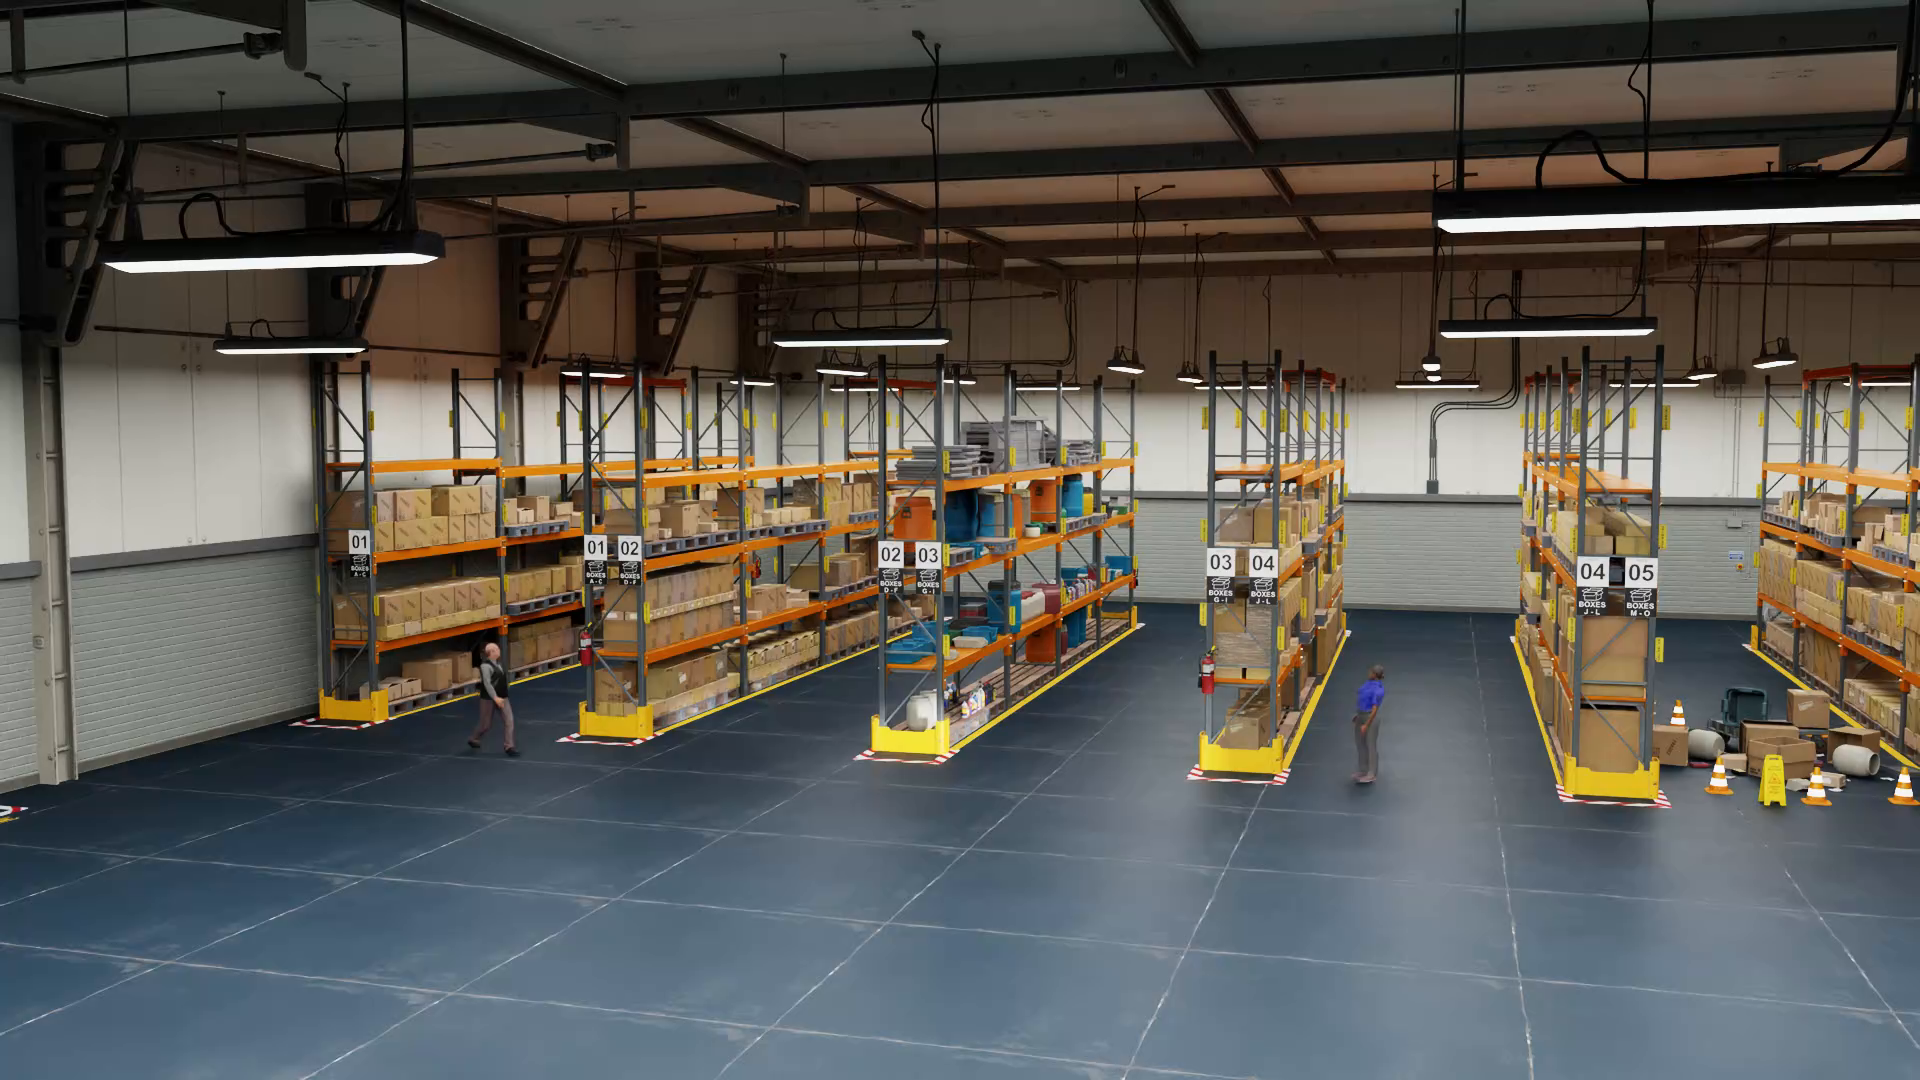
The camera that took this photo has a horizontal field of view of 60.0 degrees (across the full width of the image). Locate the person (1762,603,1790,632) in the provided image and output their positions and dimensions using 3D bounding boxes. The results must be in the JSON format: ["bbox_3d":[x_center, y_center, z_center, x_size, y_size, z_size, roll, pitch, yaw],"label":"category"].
[{"bbox_3d":[18.756,1.451,38.138,0.715,1.637,0.473,0,4,1],"label":"person"}]

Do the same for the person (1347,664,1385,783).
[{"bbox_3d":[5.615,2.539,23.129,0.401,1.667,0.588,-2,4,-21],"label":"person"}]

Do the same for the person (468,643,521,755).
[{"bbox_3d":[-7.026,2.385,24.970,0.956,1.678,0.486,3,5,34],"label":"person"}]
